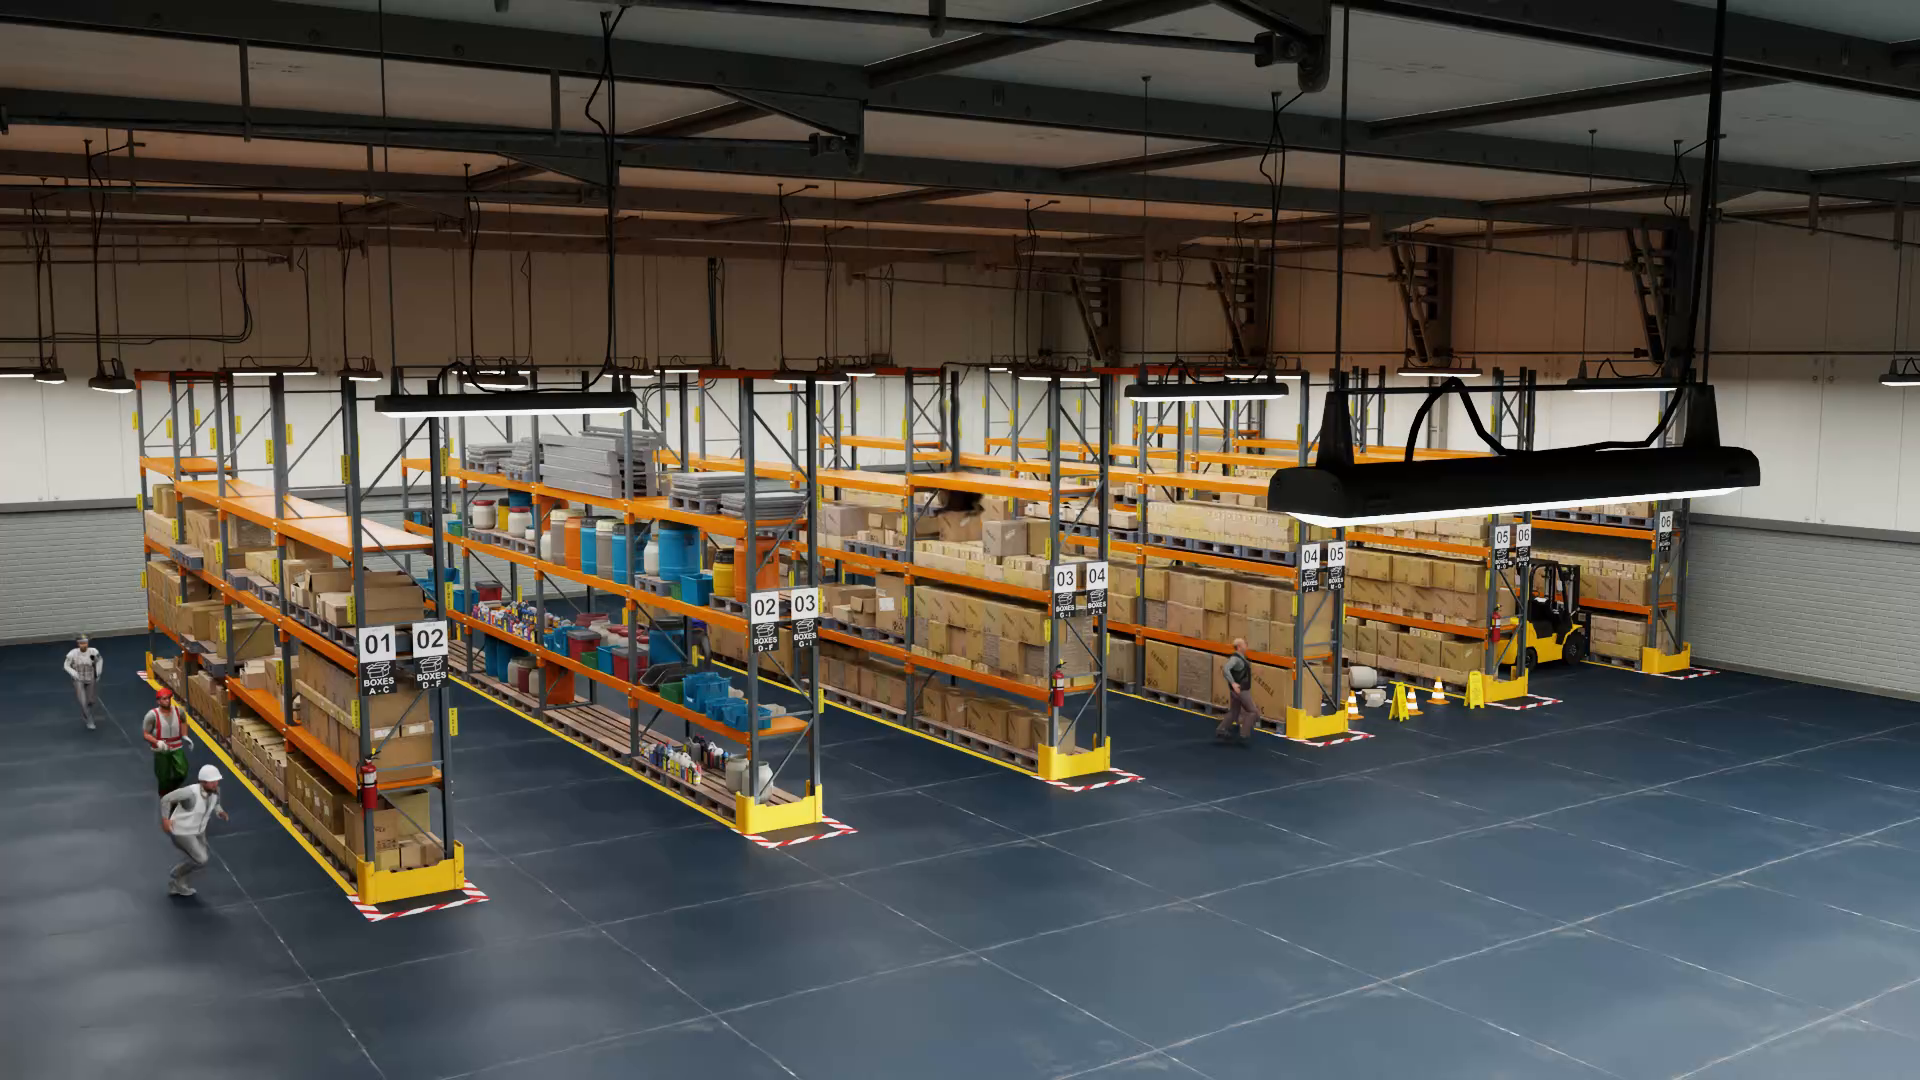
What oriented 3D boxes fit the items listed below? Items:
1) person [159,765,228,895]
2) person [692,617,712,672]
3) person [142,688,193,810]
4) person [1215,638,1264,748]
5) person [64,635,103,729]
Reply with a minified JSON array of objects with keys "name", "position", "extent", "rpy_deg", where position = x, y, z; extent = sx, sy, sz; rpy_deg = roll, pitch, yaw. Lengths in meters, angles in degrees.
[{"name":"person","position":[-8.864,3.374,19.210],"extent":[0.868,1.599,0.684],"rpy_deg":[2,7,19]},{"name":"person","position":[-5.002,1.943,31.893],"extent":[0.581,1.682,0.765],"rpy_deg":[-3,7,-28]},{"name":"person","position":[-10.857,2.886,22.862],"extent":[0.661,1.735,0.642],"rpy_deg":[-6,9,-43]},{"name":"person","position":[4.509,2.462,26.795],"extent":[0.755,1.774,0.629],"rpy_deg":[1,7,8]},{"name":"person","position":[-14.807,2.373,28.118],"extent":[0.600,1.645,0.709],"rpy_deg":[-4,7,-30]}]
